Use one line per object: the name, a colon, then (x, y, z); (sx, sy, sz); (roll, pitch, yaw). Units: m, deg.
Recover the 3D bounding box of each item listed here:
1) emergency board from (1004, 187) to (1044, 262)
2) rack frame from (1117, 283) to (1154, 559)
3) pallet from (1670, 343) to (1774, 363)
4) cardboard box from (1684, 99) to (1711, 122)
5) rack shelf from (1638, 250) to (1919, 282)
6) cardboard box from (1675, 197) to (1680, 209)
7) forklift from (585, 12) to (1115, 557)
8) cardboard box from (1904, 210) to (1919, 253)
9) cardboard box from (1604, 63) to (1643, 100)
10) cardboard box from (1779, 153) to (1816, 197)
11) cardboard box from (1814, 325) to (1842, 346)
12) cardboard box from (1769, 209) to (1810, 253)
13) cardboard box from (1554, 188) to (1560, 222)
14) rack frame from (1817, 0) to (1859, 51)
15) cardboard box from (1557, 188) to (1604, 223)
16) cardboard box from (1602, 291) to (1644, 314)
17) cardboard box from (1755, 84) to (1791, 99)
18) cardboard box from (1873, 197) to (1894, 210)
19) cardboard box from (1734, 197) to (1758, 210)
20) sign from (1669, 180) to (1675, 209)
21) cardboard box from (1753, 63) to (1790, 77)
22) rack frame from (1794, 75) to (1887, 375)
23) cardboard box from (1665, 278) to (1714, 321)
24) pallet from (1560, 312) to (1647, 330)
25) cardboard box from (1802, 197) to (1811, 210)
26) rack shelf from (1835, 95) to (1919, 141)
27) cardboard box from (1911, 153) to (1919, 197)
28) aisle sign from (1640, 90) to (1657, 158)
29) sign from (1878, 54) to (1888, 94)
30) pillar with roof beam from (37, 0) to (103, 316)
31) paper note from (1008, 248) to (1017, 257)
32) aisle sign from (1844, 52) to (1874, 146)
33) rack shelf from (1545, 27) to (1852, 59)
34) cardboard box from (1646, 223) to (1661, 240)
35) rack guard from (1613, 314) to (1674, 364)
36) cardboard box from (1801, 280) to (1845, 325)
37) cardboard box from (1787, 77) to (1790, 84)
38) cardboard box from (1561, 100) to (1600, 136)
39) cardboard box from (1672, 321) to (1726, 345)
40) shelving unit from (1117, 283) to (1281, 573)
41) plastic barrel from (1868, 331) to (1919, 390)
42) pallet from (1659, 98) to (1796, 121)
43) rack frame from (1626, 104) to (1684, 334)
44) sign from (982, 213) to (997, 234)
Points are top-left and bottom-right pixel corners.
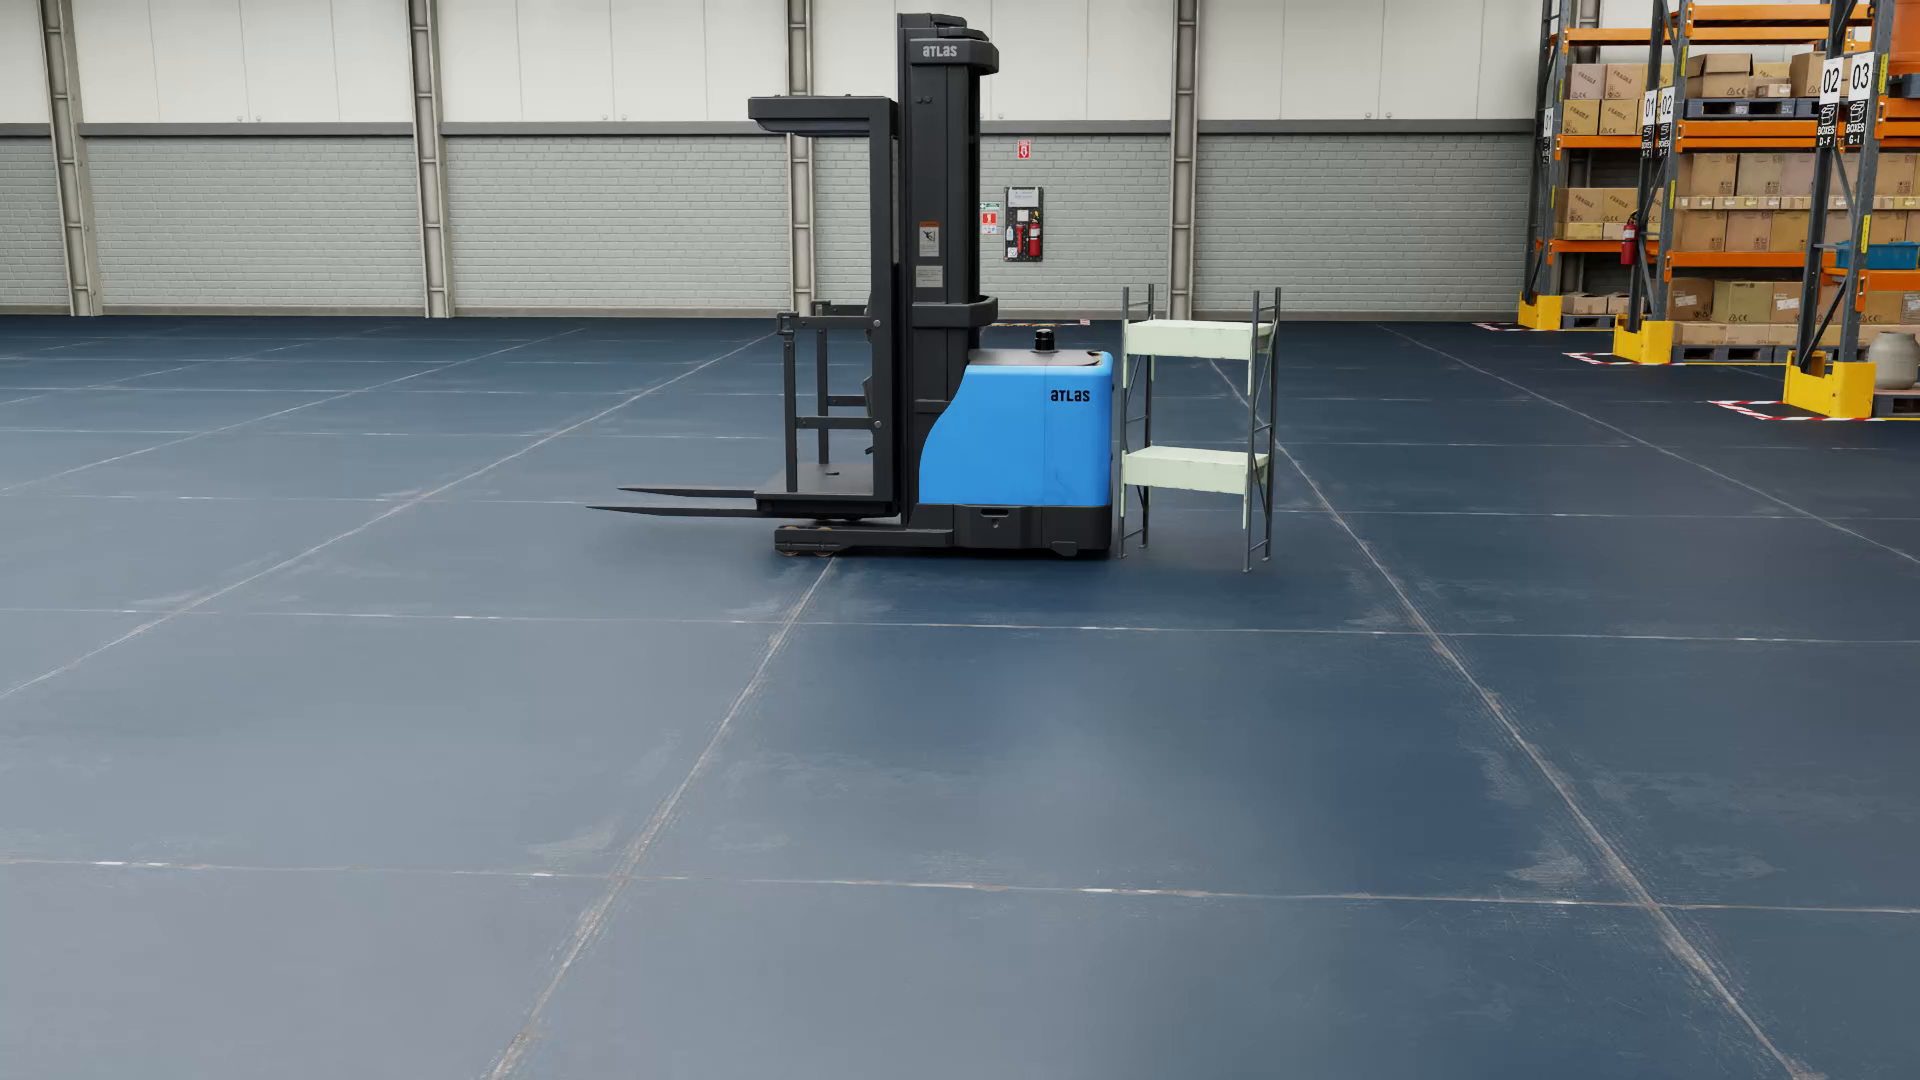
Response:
emergency board: (1.010, -4.996, 26.324); (0.643, 1.169, 0.194); (1, 12, 4)
rack frame: (0.983, -0.667, 9.292); (0.023, 1.500, 0.400); (6, 13, 28)
pallet: (9.142, -2.326, 20.372); (1.213, 0.211, 1.003); (1, 12, 4)
cardboard box: (10.608, -6.152, 24.234); (0.500, 0.500, 0.500); (2, 12, 7)
rack shelf: (10.372, -3.313, 20.038); (4.000, 0.370, 1.077); (1, 12, 4)
cardboard box: (8.770, -4.093, 20.180); (0.250, 0.149, 0.380); (1, 12, 3)
forklift: (-0.626, -1.448, 9.530); (3.031, 2.935, 1.130); (1, 12, 6)
cardboard box: (11.397, -3.698, 19.875); (0.500, 0.500, 0.700); (1, 12, 3)
cardboard box: (9.569, -6.649, 24.167); (0.500, 0.500, 0.500); (1, 12, 3)
cardboard box: (9.922, -4.354, 19.845); (0.500, 0.500, 0.700); (1, 12, 4)
cardboard box: (10.393, -2.479, 19.982); (0.500, 0.250, 0.500); (1, 12, 4)
cardboard box: (9.860, -3.719, 19.974); (0.500, 0.500, 0.700); (1, 12, 4)
cardboard box: (9.188, -5.045, 25.047); (0.500, 0.500, 0.500); (1, 12, 3)
rack frame: (12.694, -7.587, 24.058); (0.127, 3.000, 1.000); (1, 12, 4)
cardboard box: (9.160, -4.940, 24.545); (0.500, 0.500, 0.500); (1, 12, 4)
cardboard box: (9.957, -3.568, 24.993); (0.500, 0.311, 0.500); (2, 12, 8)
cardboard box: (9.538, -5.260, 19.508); (0.250, 0.149, 0.380); (1, 12, 4)
cardboard box: (10.815, -3.982, 19.650); (0.250, 0.149, 0.380); (1, 12, 5)
cardboard box: (9.266, -4.003, 19.751); (0.250, 0.149, 0.380); (1, 12, 4)
sign: (8.333, -4.042, 19.457); (0.005, 0.325, 0.100); (1, 12, 4)
cardboard box: (11.626, -6.623, 24.044); (0.500, 0.500, 0.500); (1, 12, 7)
rack frame: (8.041, -2.681, 15.258); (0.127, 3.000, 1.000); (1, 12, 4)
cardboard box: (8.931, -2.973, 20.513); (0.500, 0.500, 0.500); (1, 12, 4)
pallet: (9.587, -3.321, 25.127); (1.213, 0.211, 1.003); (1, 12, 4)
cardboard box: (10.038, -3.993, 19.701); (0.250, 0.149, 0.380); (1, 12, 3)
rack shelf: (10.037, -3.770, 14.894); (4.000, 0.370, 1.077); (1, 12, 4)
cardboard box: (11.420, -4.333, 19.746); (0.500, 0.500, 0.700); (1, 12, 4)
aisle sign: (8.330, -5.026, 20.120); (0.004, 0.787, 0.394); (1, 12, 4)
sign: (8.000, -4.041, 14.413); (0.005, 0.325, 0.100); (1, 12, 4)
pillar with roof beam: (-14.774, -7.257, 22.484); (0.400, 9.000, 9.100); (1, 12, 4)
paper note: (0.838, -4.581, 26.493); (0.142, 0.148, 0.016); (1, 12, 4)
aisle sign: (7.950, -3.894, 14.711); (0.004, 0.787, 0.394); (1, 12, 4)
rack shelf: (10.699, -7.260, 24.263); (4.000, 0.370, 1.077); (1, 12, 4)
cardboard box: (10.196, -4.557, 24.546); (0.500, 0.250, 0.500); (1, 12, 3)
rack guard: (8.352, -2.470, 20.353); (0.348, 0.500, 1.175); (1, 12, 4)
cardboard box: (10.393, -2.846, 19.904); (0.500, 0.500, 0.500); (1, 12, 4)
cardboard box: (10.097, -5.422, 19.886); (0.500, 0.311, 0.500); (2, 12, 10)
cardboard box: (9.020, -6.176, 24.348); (0.500, 0.500, 0.500); (1, 12, 5)
cardboard box: (8.896, -2.500, 20.082); (0.500, 0.250, 0.500); (1, 12, 4)
shelving unit: (1.305, -0.631, 9.122); (0.755, 1.500, 0.431); (6, 13, 28)
plastic barrel: (8.703, -1.675, 15.502); (0.421, 0.512, 0.421); (0, 12, 0)
pallet: (9.080, -5.103, 19.726); (1.213, 0.211, 1.003); (1, 12, 4)
rack frame: (8.376, -3.693, 20.096); (0.127, 3.000, 1.000); (1, 12, 4)
sign: (0.465, -5.042, 26.457); (0.234, 0.329, 0.001); (1, 12, 4)
